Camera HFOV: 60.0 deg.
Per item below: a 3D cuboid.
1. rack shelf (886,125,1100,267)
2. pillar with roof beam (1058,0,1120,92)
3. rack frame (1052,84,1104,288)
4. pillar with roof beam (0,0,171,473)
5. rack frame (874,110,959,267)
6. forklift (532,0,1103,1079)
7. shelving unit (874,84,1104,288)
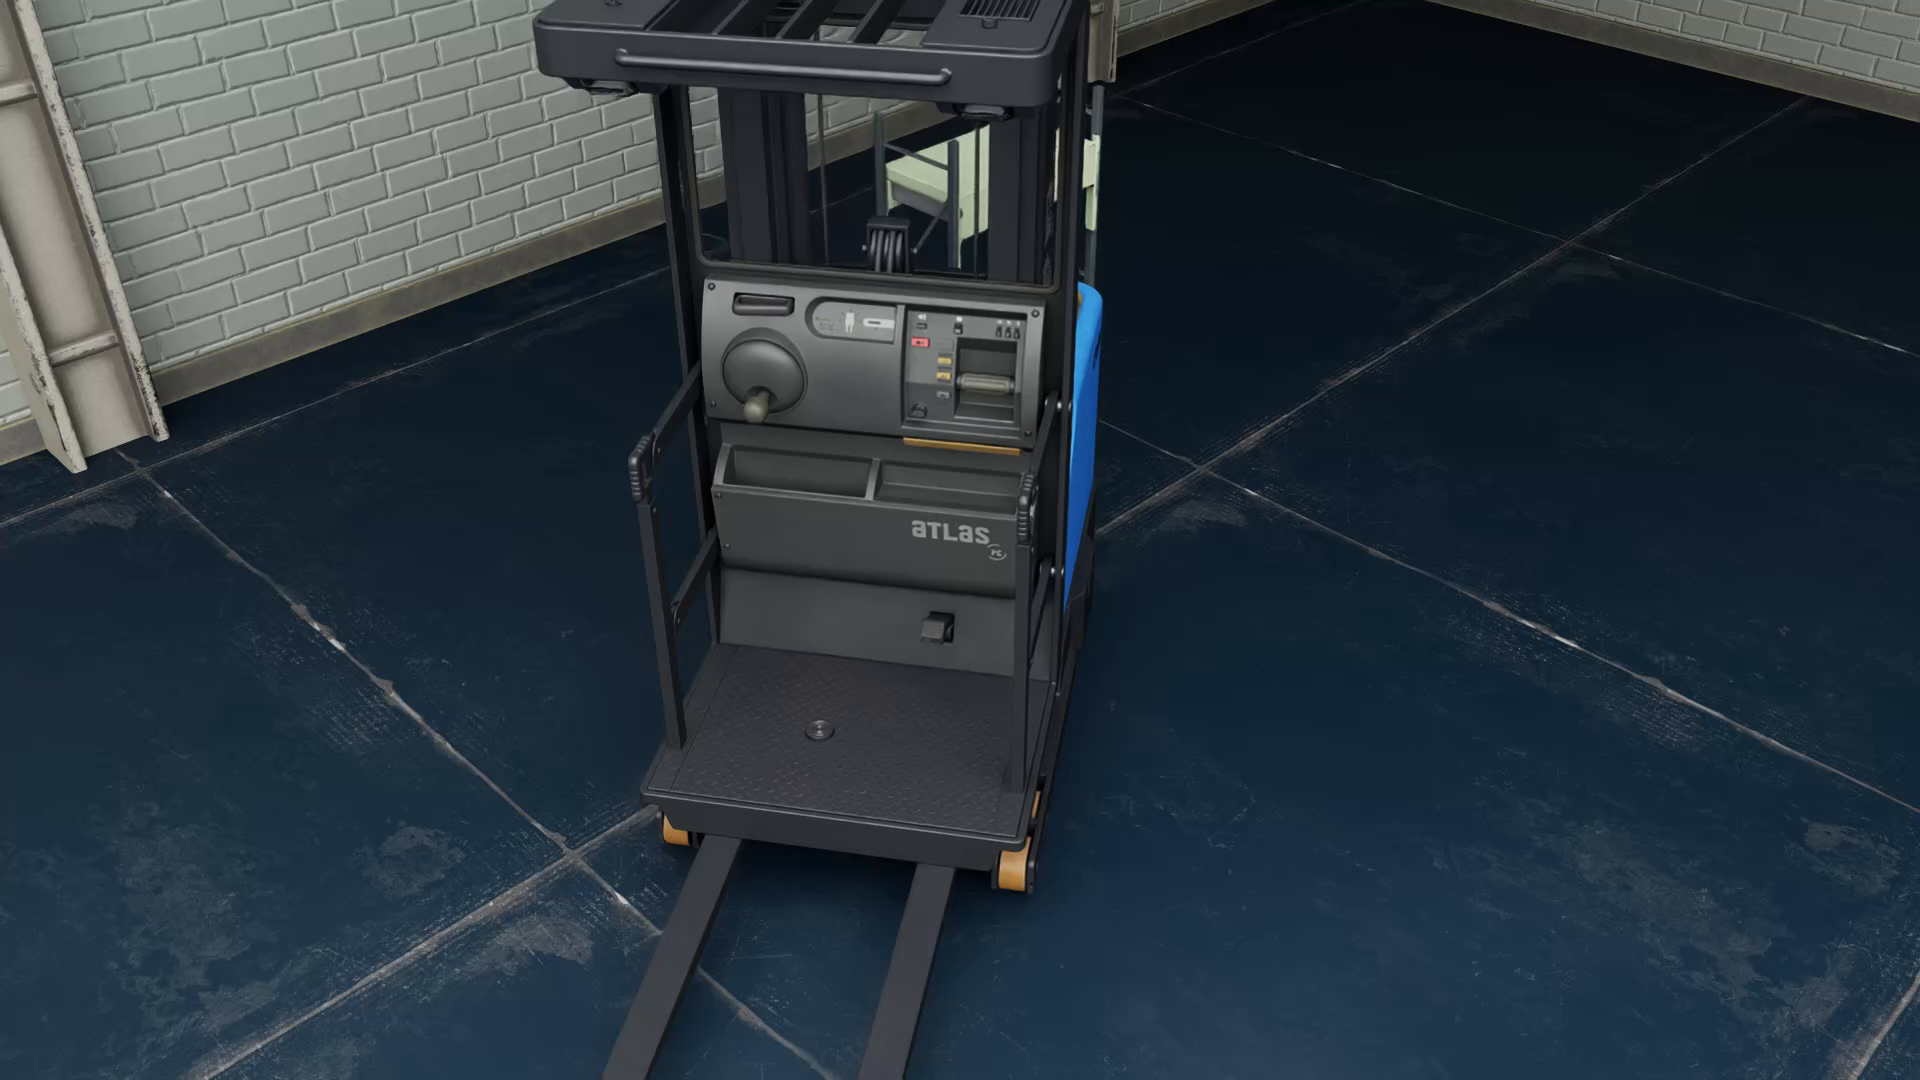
[{"bbox_3d":[0.109,-1.257,6.059,0.720,0.370,0.431,-30,45,-35],"label":"rack shelf"},{"bbox_3d":[3.780,-4.798,5.263,9.100,9.000,0.400,30,45,35],"label":"pillar with roof beam"},{"bbox_3d":[0.369,-1.085,6.494,0.023,1.500,0.400,-30,45,-35],"label":"rack frame"},{"bbox_3d":[-0.447,-2.362,1.770,9.100,9.000,0.400,30,45,35],"label":"pillar with roof beam"},{"bbox_3d":[-0.150,-0.789,6.071,0.023,1.500,0.400,-30,45,-35],"label":"rack frame"},{"bbox_3d":[-0.277,-0.419,4.288,1.130,2.935,3.031,6,35,9],"label":"forklift"},{"bbox_3d":[0.109,-0.937,6.282,0.755,1.500,0.431,-30,45,-35],"label":"shelving unit"}]
